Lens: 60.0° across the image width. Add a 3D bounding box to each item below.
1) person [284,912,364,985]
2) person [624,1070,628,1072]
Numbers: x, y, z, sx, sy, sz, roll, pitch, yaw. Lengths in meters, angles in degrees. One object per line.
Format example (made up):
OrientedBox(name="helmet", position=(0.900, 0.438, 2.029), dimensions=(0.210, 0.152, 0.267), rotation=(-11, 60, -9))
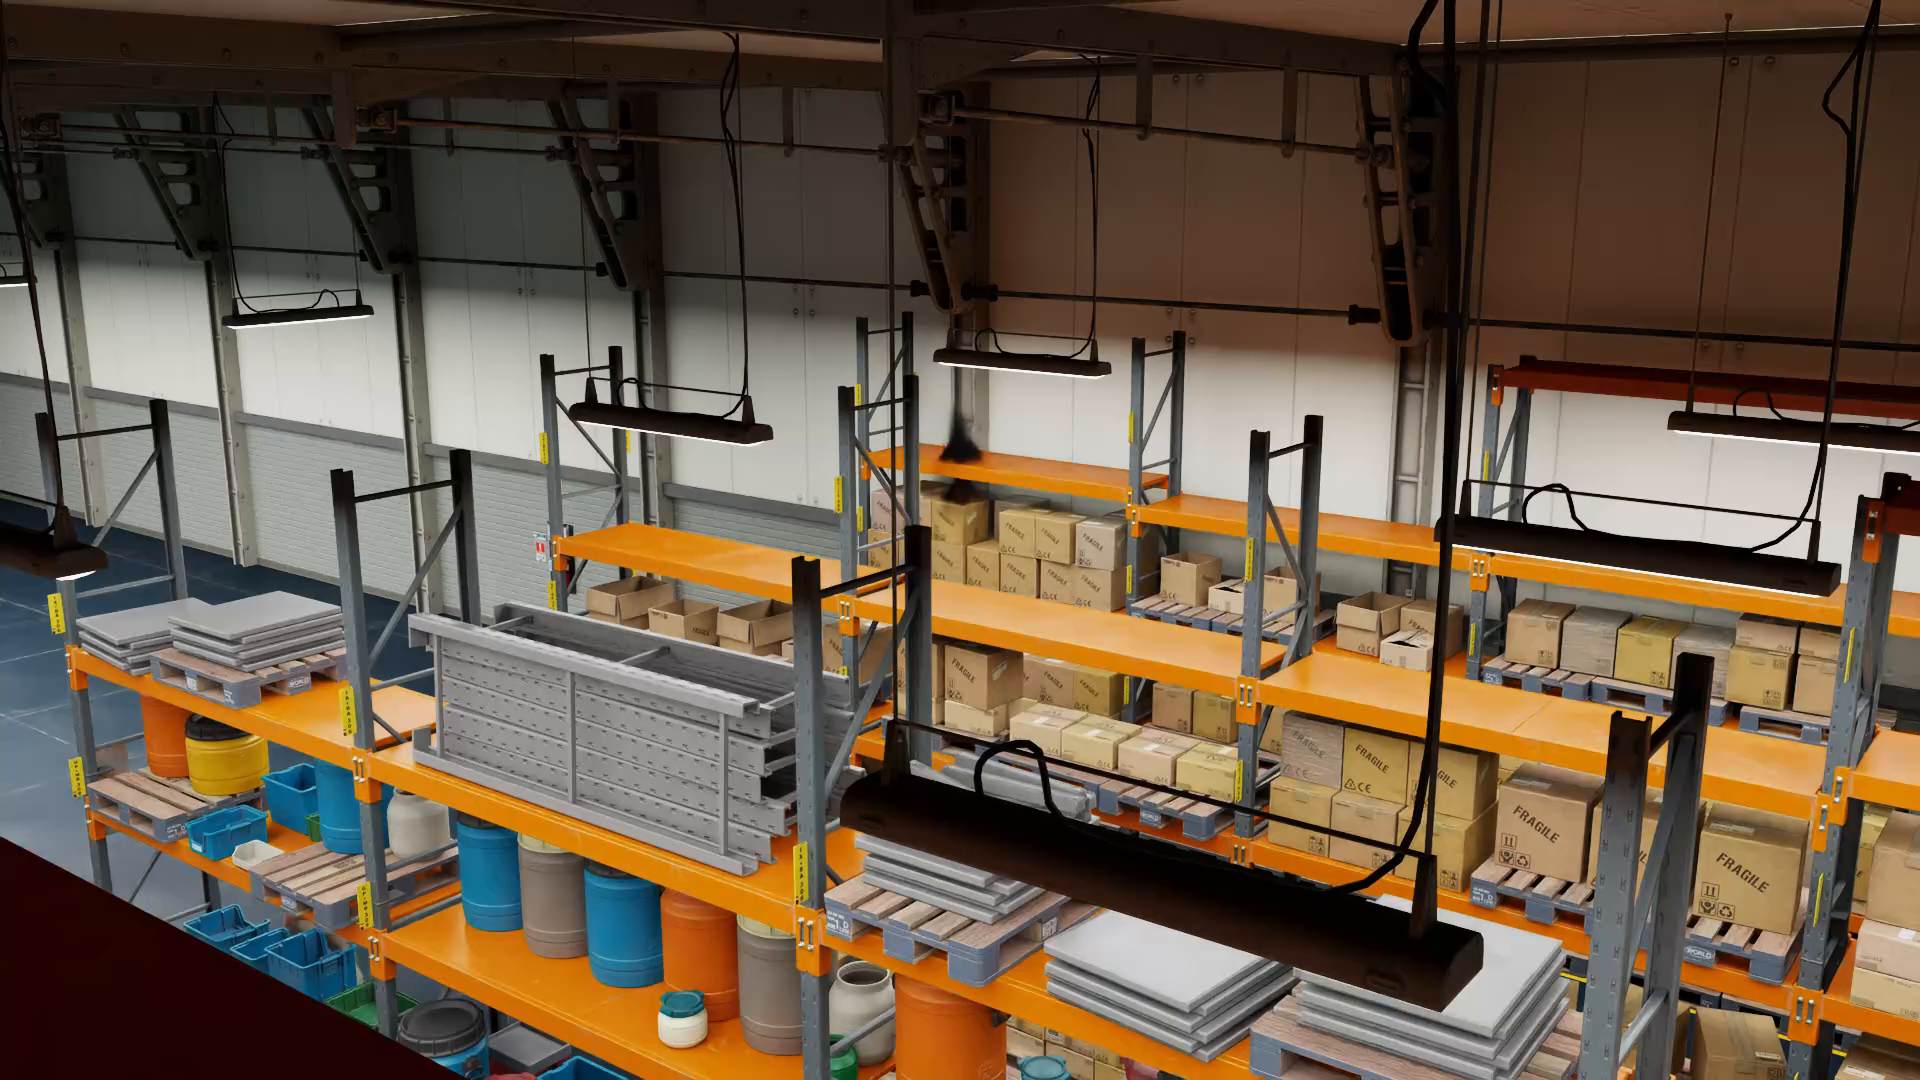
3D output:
OrientedBox(name="person", position=(-5.976, 3.650, 15.743), dimensions=(0.625, 1.714, 0.739), rotation=(12, 18, 43))
OrientedBox(name="person", position=(-3.146, 3.963, 14.808), dimensions=(0.824, 1.539, 0.687), rotation=(12, 18, 41))
